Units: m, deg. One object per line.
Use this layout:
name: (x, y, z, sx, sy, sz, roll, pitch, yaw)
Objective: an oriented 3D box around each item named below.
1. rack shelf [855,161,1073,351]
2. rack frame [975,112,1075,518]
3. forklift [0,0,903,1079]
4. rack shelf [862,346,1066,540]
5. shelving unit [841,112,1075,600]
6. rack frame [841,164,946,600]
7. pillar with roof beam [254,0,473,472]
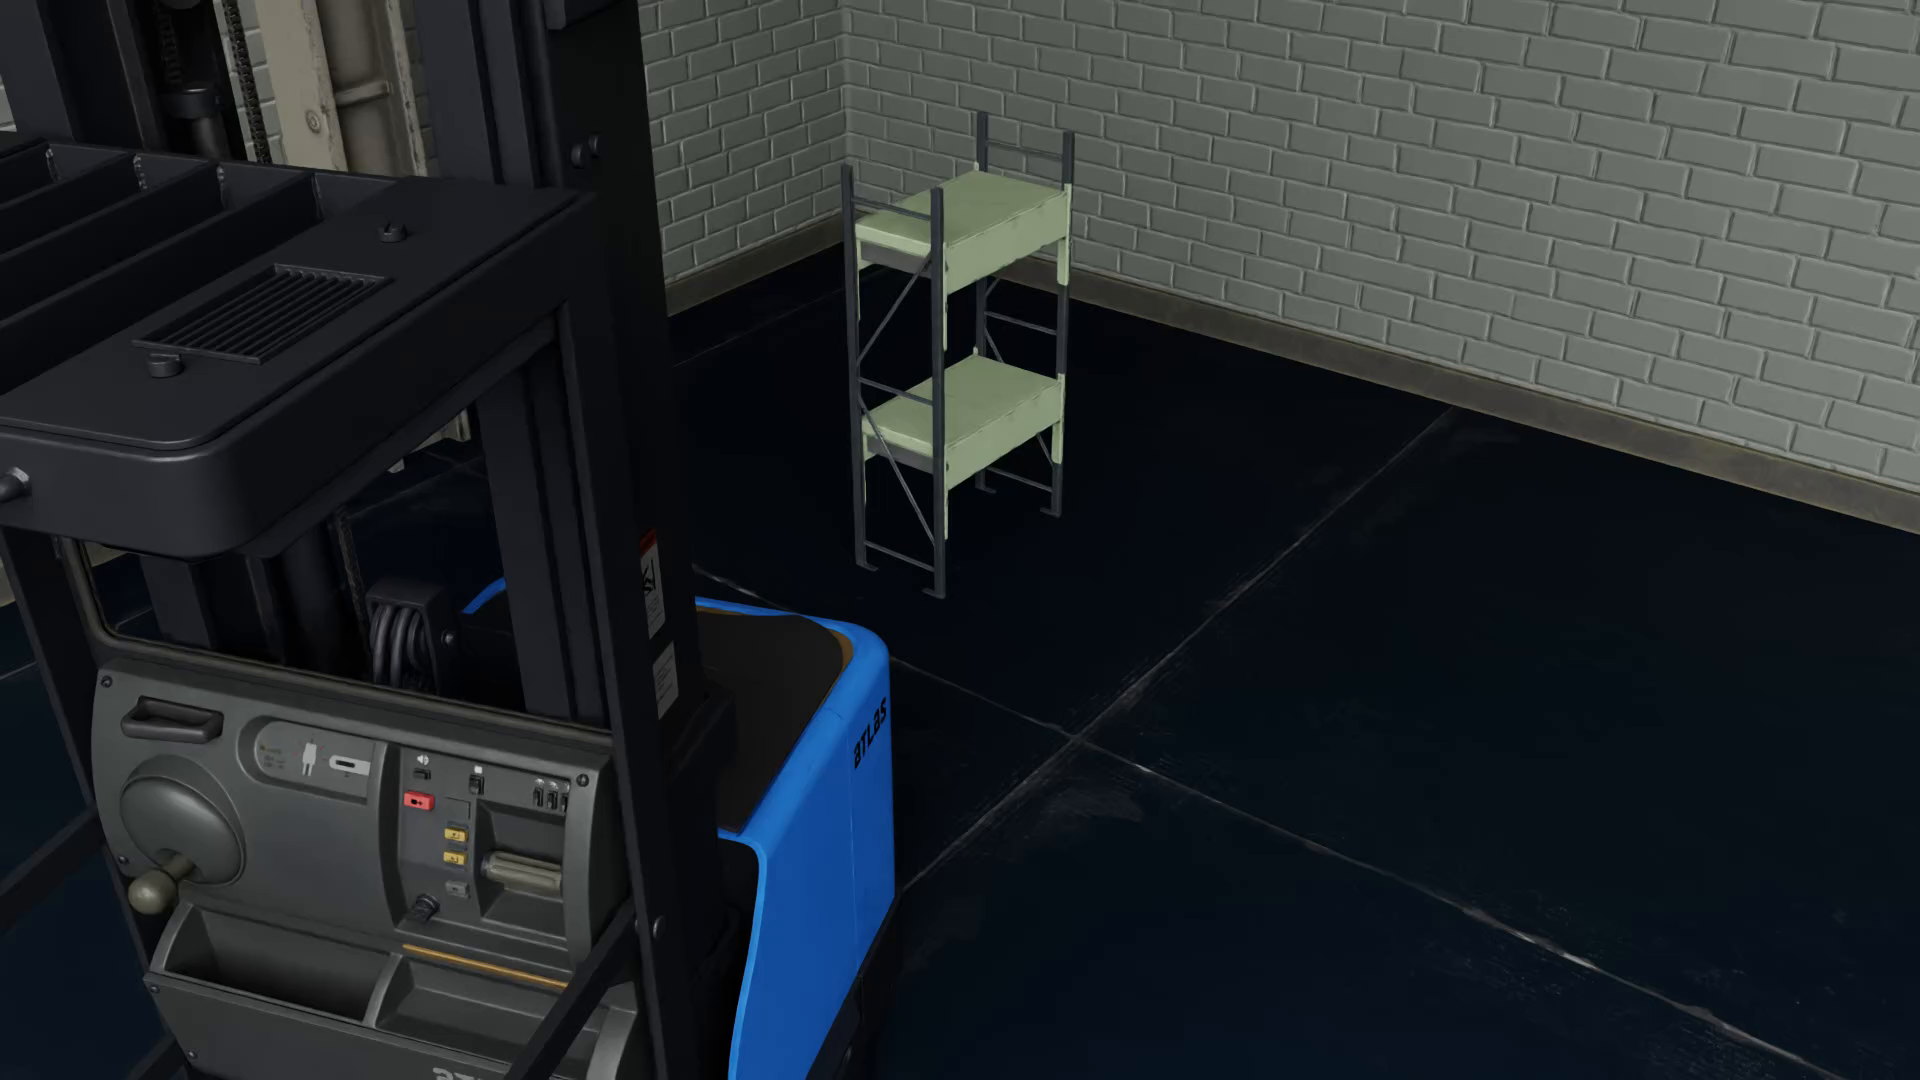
rack shelf: (0.004, -0.984, 5.673, 0.431, 0.370, 0.720, 21, 37, 31)
rack frame: (0.225, -0.797, 6.123, 0.400, 1.500, 0.023, 21, 37, 31)
forklift: (-1.066, 0.508, 2.517, 1.130, 2.935, 3.031, 9, 32, 15)
rack shelf: (0.004, -0.367, 6.038, 0.431, 0.370, 0.720, 21, 37, 31)
shelving unit: (0.004, -0.648, 5.872, 0.431, 1.500, 0.755, 21, 37, 31)
rack frame: (-0.217, -0.499, 5.621, 0.400, 1.500, 0.023, 21, 37, 31)
pillar with roof beam: (1.149, -2.946, 2.394, 9.100, 9.000, 0.400, 21, 37, 31)
